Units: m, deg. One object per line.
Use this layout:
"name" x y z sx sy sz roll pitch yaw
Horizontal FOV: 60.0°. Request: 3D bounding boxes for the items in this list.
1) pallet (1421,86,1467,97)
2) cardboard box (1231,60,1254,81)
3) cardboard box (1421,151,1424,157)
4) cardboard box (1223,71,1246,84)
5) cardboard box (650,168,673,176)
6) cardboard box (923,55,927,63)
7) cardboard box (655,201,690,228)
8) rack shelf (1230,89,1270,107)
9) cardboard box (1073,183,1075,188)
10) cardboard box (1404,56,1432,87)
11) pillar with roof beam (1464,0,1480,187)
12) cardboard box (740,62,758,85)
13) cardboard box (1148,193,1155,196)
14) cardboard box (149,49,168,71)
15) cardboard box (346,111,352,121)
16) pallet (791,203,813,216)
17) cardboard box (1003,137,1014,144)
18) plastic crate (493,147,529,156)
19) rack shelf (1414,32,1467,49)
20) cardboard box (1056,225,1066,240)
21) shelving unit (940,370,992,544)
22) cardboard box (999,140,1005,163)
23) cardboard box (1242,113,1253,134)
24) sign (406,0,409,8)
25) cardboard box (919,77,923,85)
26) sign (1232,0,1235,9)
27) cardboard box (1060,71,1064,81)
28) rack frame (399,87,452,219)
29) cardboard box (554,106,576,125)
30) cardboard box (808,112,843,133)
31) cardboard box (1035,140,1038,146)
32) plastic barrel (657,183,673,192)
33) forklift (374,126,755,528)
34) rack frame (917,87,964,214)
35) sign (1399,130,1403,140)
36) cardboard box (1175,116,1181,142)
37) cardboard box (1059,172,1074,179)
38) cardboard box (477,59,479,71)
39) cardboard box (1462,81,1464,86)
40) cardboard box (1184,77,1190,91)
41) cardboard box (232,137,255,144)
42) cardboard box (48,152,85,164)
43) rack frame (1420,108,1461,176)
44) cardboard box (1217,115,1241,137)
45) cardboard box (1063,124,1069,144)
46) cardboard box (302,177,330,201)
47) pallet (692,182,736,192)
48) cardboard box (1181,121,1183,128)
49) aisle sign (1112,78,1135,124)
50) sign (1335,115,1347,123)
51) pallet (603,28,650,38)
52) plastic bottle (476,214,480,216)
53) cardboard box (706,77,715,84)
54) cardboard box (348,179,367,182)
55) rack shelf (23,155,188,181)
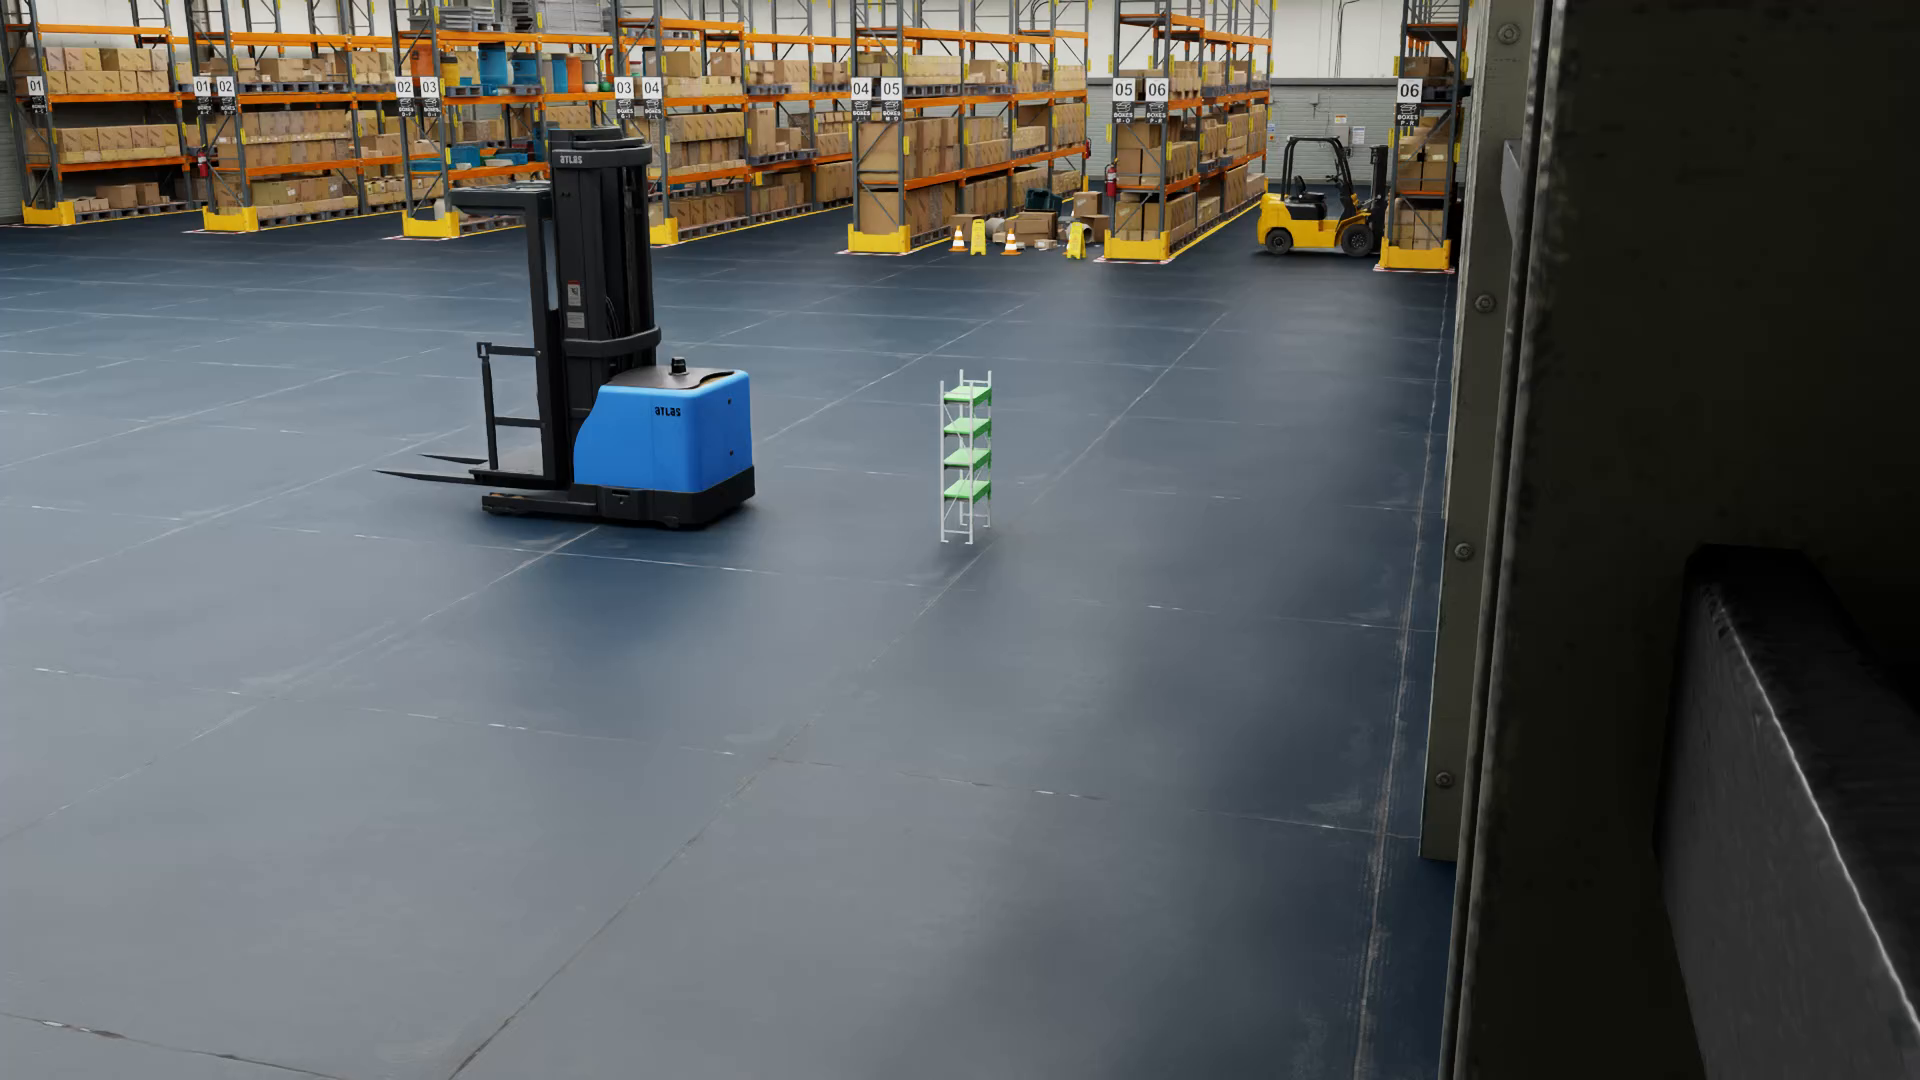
"pallet" 9.847 -9.212 34.159 1.003 0.211 1.213 5 17 18
"cardboard box" 7.014 -11.646 41.260 0.500 0.500 0.500 5 17 17
"cardboard box" 8.324 -7.113 30.536 0.380 0.149 0.250 5 16 16
"cardboard box" 6.597 -11.123 39.944 0.500 0.311 0.500 5 16 16
"cardboard box" -5.956 -7.332 33.142 0.380 0.149 0.250 5 16 16
"cardboard box" -0.849 -9.270 32.064 0.380 0.149 0.250 4 16 15
"cardboard box" -5.935 -6.717 34.326 0.500 0.500 0.500 10 18 30
"rack shelf" 7.214 -11.388 42.803 1.077 0.370 4.000 5 16 16
"cardboard box" 2.925 -9.711 45.523 0.380 0.149 0.250 5 16 16
"cardboard box" 7.888 -8.120 28.828 0.500 0.500 0.500 5 17 18
"pillar with roof beam" 10.046 -14.286 46.204 9.100 9.000 0.400 5 16 16
"cardboard box" -4.901 -10.253 36.525 0.797 0.503 0.637 4 16 13
"cardboard box" 3.635 -6.860 32.724 0.380 0.149 0.250 6 17 19
"cardboard box" -19.259 -11.425 39.564 0.500 0.500 0.500 3 16 11
"cardboard box" -17.290 -11.841 46.441 0.500 0.250 0.500 5 17 17
"pallet" -4.216 -7.944 39.949 1.003 0.211 1.213 5 16 16
"cardboard box" 1.064 -9.414 39.167 0.380 0.149 0.250 5 17 18
"plastic crate" -10.148 -8.670 37.514 0.767 0.338 0.504 5 16 16
"rack shelf" 9.701 -10.162 33.715 1.077 0.370 4.000 5 16 16
"cardboard box" 2.083 -6.313 34.098 0.258 0.266 0.396 -7 17 -23
"shelving unit" 0.047 -0.621 12.318 0.258 1.200 0.503 5 16 16
"cardboard box" 0.721 -8.858 37.877 0.500 0.500 0.500 5 16 16
"cardboard box" 7.013 -10.402 41.492 0.500 0.500 0.500 5 17 16
"sign" -14.012 -13.672 42.183 0.100 0.325 0.005 5 16 16
"cardboard box" -0.919 -8.821 31.943 0.380 0.149 0.250 5 17 16
"sign" 7.252 -14.270 44.148 0.100 0.325 0.005 5 16 16
"cardboard box" 2.384 -11.974 42.909 0.500 0.250 0.500 5 16 16
"rack frame" -11.015 -7.781 34.264 1.000 3.000 0.127 5 16 16
"cardboard box" -11.510 -12.340 48.324 0.500 0.500 0.500 5 17 18
"cardboard box" -3.397 -10.557 42.029 0.797 0.503 0.637 5 17 18
"cardboard box" 1.731 -9.888 41.385 0.380 0.149 0.250 4 16 13
"plastic barrel" -7.976 -9.786 44.411 0.600 0.901 0.708 5 16 16
"forklift" -3.221 -1.719 13.018 3.031 2.935 1.130 5 17 18
"rack frame" -0.402 -8.032 35.150 1.000 3.000 0.127 5 16 16
"sign" 8.609 -7.849 32.528 0.100 0.325 0.005 5 16 16
"cardboard box" 4.039 -8.248 33.353 0.700 0.500 0.500 4 16 15
"cardboard box" 2.865 -9.854 44.937 0.380 0.149 0.250 5 17 18
"cardboard box" -12.943 -12.571 44.521 0.600 0.600 0.600 4 16 14
"cardboard box" 11.823 -11.008 39.875 0.500 0.250 0.500 4 16 15
"cardboard box" 4.074 -8.654 31.574 0.500 0.250 0.500 5 17 17
"cardboard box" -15.445 -8.612 35.822 0.380 0.149 0.250 5 16 15
"cardboard box" -20.070 -8.589 37.353 0.500 0.250 0.500 4 16 14
"rack frame" 12.543 -10.430 43.605 1.000 3.000 0.127 5 16 16
"cardboard box" 6.324 -9.757 39.215 0.500 0.500 0.500 5 17 17
"cardboard box" 2.565 -10.685 43.776 0.500 0.500 0.500 4 16 15
"cardboard box" -14.840 -8.053 38.119 0.500 0.500 0.500 5 16 16
"pallet" -7.088 -10.094 47.531 1.003 0.211 1.213 5 16 16
"cardboard box" 4.470 -8.699 34.817 0.380 0.149 0.250 4 16 14
"aisle sign" 2.940 -7.885 29.868 0.394 0.787 0.004 5 16 16
"sign" 11.341 -12.546 49.550 0.339 0.242 0.001 5 16 16
"pallet" -8.507 -12.663 41.562 1.213 0.211 1.003 5 16 16
"plastic bottle" -10.651 -7.256 36.736 0.097 0.201 0.097 0 16 0
"cardboard box" -5.314 -9.553 34.560 0.380 0.149 0.250 5 17 18
"cardboard box" -14.644 -8.626 40.486 0.500 0.311 0.500 5 17 17
"rack shelf" -19.945 -8.726 38.915 1.077 0.370 4.000 5 16 16
